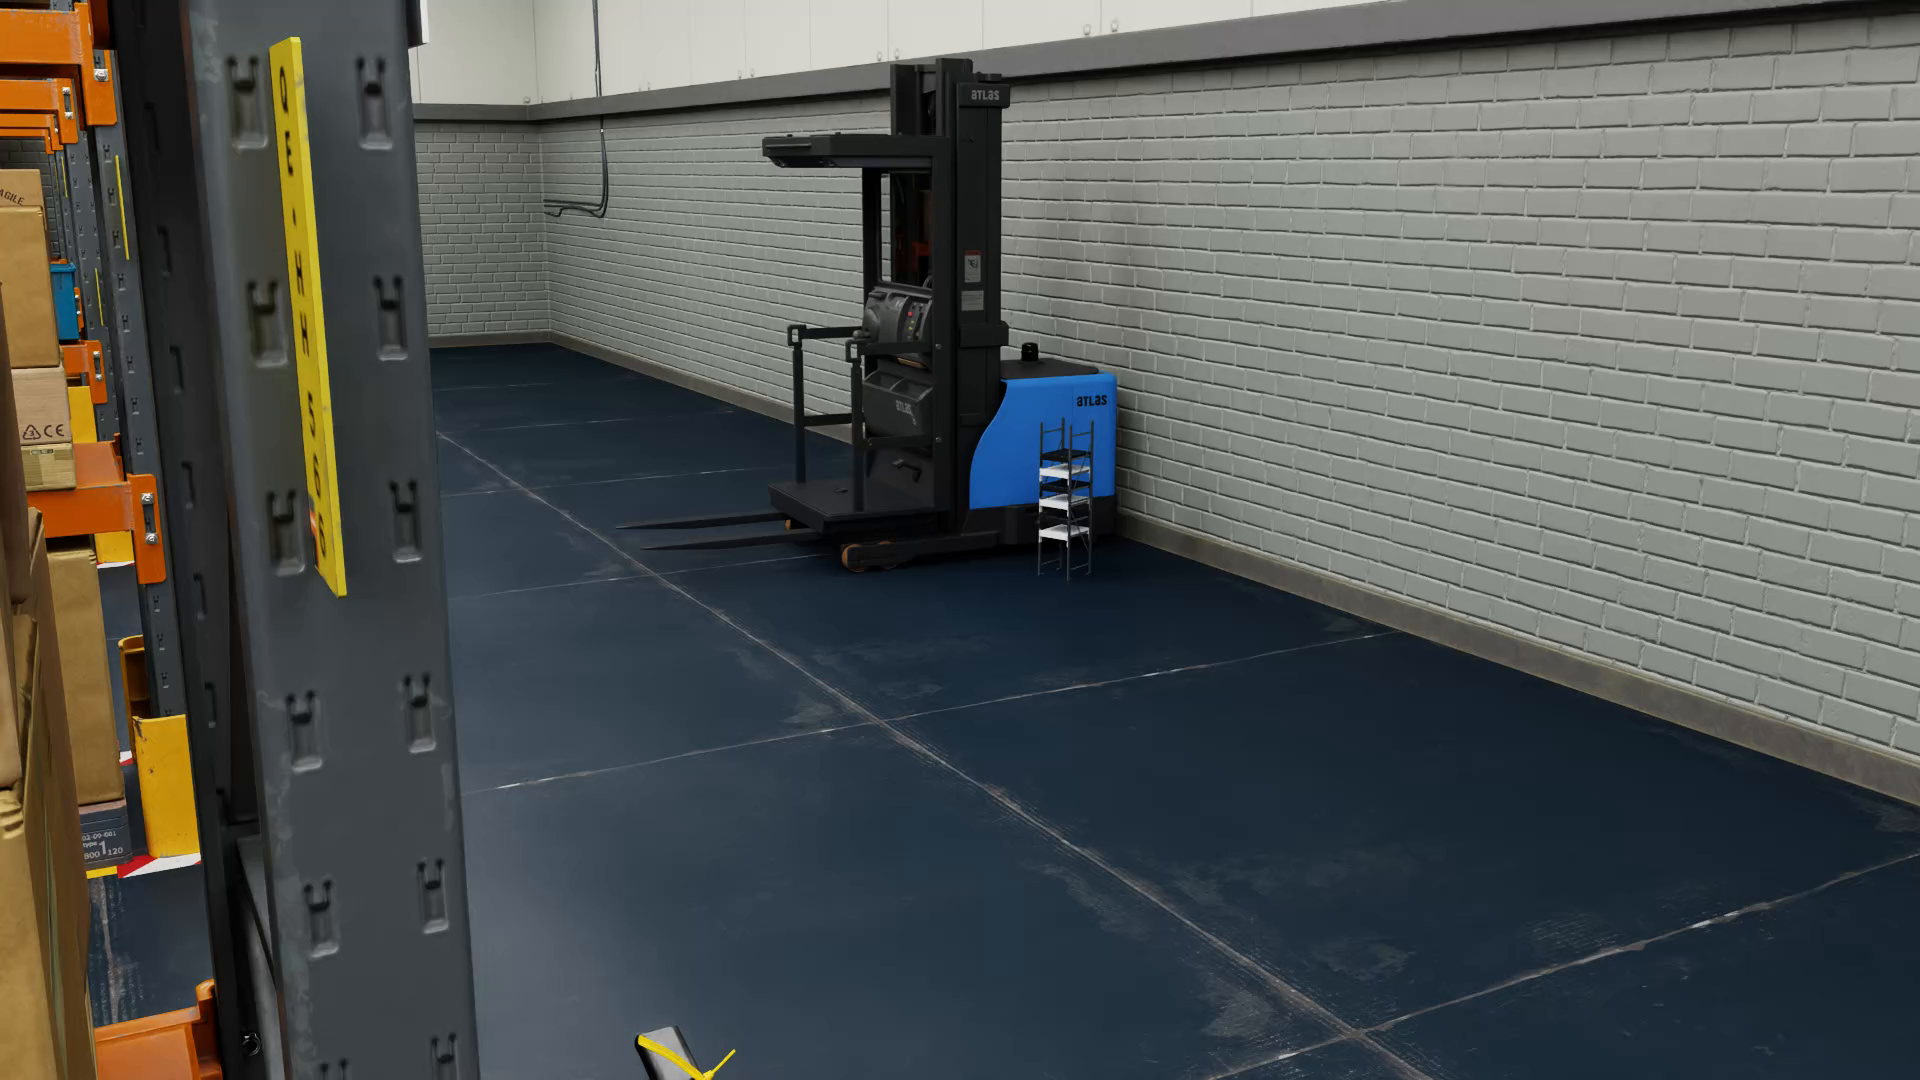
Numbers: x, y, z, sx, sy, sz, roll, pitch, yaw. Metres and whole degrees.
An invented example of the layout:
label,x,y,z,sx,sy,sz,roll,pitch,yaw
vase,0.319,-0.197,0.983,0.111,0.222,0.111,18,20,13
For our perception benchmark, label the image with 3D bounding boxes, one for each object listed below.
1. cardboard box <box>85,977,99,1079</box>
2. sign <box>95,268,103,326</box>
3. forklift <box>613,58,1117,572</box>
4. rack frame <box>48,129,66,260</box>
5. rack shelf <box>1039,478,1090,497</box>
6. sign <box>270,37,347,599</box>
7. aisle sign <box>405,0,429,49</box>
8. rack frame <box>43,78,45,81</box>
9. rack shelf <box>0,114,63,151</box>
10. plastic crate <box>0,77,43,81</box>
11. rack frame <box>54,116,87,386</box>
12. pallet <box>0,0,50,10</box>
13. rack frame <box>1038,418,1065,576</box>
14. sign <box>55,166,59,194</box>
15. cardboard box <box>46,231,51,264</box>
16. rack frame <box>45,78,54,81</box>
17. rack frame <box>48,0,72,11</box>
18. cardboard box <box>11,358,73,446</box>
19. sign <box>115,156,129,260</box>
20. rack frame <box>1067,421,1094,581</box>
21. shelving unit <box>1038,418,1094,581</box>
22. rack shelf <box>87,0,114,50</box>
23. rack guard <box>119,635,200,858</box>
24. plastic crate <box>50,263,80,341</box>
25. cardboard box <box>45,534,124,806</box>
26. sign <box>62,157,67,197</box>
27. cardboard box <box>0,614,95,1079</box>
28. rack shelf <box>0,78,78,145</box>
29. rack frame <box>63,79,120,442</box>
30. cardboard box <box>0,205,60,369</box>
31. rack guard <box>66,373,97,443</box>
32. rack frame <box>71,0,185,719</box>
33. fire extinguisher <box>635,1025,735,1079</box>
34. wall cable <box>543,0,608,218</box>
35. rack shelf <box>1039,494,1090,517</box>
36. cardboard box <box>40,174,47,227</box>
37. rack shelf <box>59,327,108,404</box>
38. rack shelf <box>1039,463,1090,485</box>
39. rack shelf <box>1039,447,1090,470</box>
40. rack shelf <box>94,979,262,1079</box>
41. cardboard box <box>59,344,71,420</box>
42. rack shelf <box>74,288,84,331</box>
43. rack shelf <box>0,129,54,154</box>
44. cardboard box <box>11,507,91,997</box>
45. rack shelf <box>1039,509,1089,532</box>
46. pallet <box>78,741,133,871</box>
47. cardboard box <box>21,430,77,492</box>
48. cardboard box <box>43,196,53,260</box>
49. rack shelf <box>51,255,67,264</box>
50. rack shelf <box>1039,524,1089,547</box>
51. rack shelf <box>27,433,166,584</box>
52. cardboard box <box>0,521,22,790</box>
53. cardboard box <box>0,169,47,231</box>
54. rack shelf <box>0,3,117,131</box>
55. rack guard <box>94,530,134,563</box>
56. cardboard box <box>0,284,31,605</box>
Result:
label,x,y,z,sx,sy,sz,roll,pitch,yaw
cardboard box,-1.085,0.571,1.812,0.250,0.149,0.380,-7,14,-28
sign,-5.027,-1.419,9.710,0.005,0.325,0.100,-7,14,-28
forklift,-0.566,-1.371,10.027,3.031,2.935,1.130,-6,14,-25
rack frame,-10.052,-3.353,18.675,0.127,3.000,1.000,-7,14,-28
rack shelf,0.612,-0.294,9.607,0.200,0.077,0.258,10,16,37
sign,-0.396,-0.132,1.009,0.005,0.325,0.100,-7,14,-28
aisle sign,-0.436,-0.741,1.147,0.004,0.787,0.394,-7,14,-28
rack frame,-10.052,-6.279,18.016,0.127,3.000,1.000,-7,14,-28
rack shelf,-9.431,-3.300,13.249,4.000,0.370,1.077,-7,14,-28
plastic crate,-5.777,-2.856,9.935,0.590,0.269,0.497,-7,14,-28
rack frame,-7.675,-2.398,14.435,0.127,3.000,1.000,-7,14,-28
pallet,-3.578,-1.829,5.275,1.213,0.211,1.003,-7,14,-28
rack frame,0.532,-0.252,9.681,0.006,0.900,0.240,10,16,37
sign,-9.804,-3.927,18.051,0.005,0.325,0.100,-7,14,-28
cardboard box,-7.938,-2.348,13.981,0.500,0.500,0.500,-6,14,-26
rack frame,-7.675,-5.325,13.776,0.127,3.000,1.000,-7,14,-28
rack frame,-5.305,-4.370,9.533,0.127,3.000,1.000,-7,14,-28
cardboard box,-3.230,-0.459,5.480,0.500,0.250,0.500,-7,15,-29
sign,-2.684,-1.063,5.326,0.005,0.325,0.100,-7,14,-28
rack frame,0.692,-0.225,9.558,0.006,0.900,0.240,10,16,37
shelving unit,0.612,-0.238,9.619,0.210,0.900,0.258,10,16,37
rack shelf,-2.400,-0.425,0.470,4.000,0.370,1.077,-7,14,-28
rack guard,-2.911,0.728,6.236,0.348,0.500,1.175,-7,14,-28
plastic crate,-5.510,-1.419,9.864,0.499,0.435,0.616,-7,14,-28
cardboard box,-3.455,0.425,5.769,0.875,0.875,0.875,-7,14,-28
sign,-7.427,-3.008,13.788,0.005,0.325,0.100,-7,14,-28
cardboard box,-0.915,0.380,1.181,0.500,0.500,0.500,-7,14,-27
rack shelf,-7.061,-2.345,9.006,4.000,0.370,1.077,-7,14,-28
rack frame,-5.305,-1.443,10.191,0.127,3.000,1.000,-7,14,-28
cardboard box,-3.234,-0.825,5.399,0.500,0.500,0.500,-7,14,-27
rack guard,-7.742,-1.171,14.674,0.348,0.500,1.175,-7,14,-28
rack frame,-2.932,-0.489,5.950,0.127,3.000,1.000,-7,14,-28
fire extinguisher,-0.202,0.760,1.427,0.183,0.674,0.296,-7,14,-28
wall cable,-4.916,-5.291,20.695,0.112,2.526,3.097,-7,14,-28
rack shelf,0.612,-0.206,9.627,0.200,0.077,0.258,10,16,37
cardboard box,-8.191,-2.939,14.332,0.500,0.500,0.500,-6,14,-26
rack shelf,-7.061,-0.882,9.335,4.000,0.370,1.077,-7,14,-28
rack shelf,0.612,-0.382,9.587,0.200,0.077,0.258,10,16,37
rack shelf,0.612,-0.469,9.567,0.200,0.077,0.258,10,16,37
rack shelf,-2.400,1.039,0.800,4.000,0.370,1.077,-7,14,-28
cardboard box,-3.483,-0.562,5.941,0.500,0.250,0.500,-7,15,-29
rack shelf,-9.431,-1.837,13.579,4.000,0.370,1.077,-7,14,-28
rack shelf,-11.808,-4.255,17.490,4.000,0.370,1.077,-7,14,-28
cardboard box,-1.171,0.278,1.638,0.500,0.500,0.500,-6,14,-25
rack shelf,0.612,-0.118,9.646,0.200,0.077,0.258,10,16,37
pallet,-3.596,0.971,5.815,1.213,0.211,1.003,-7,14,-28
cardboard box,-3.087,-0.265,5.529,0.250,0.149,0.380,-7,14,-27
cardboard box,-10.495,-3.443,18.395,0.700,0.700,0.980,-6,14,-25
rack shelf,-11.808,-2.791,17.819,4.000,0.370,1.077,-7,14,-28
rack shelf,0.612,-0.030,9.666,0.200,0.077,0.258,10,16,37
rack shelf,-4.687,0.072,5.094,4.000,0.370,1.077,-7,14,-28
cardboard box,-0.927,-0.108,1.075,0.500,0.500,0.500,-7,15,-29
cardboard box,-7.934,-2.835,13.870,0.500,0.500,0.500,-7,14,-28
rack shelf,-4.687,-1.391,4.765,4.000,0.370,1.077,-7,14,-28
rack guard,-5.290,-0.229,10.488,0.348,0.500,1.175,-7,14,-28
cardboard box,-1.165,-0.208,1.519,0.500,0.500,0.500,-7,14,-28
